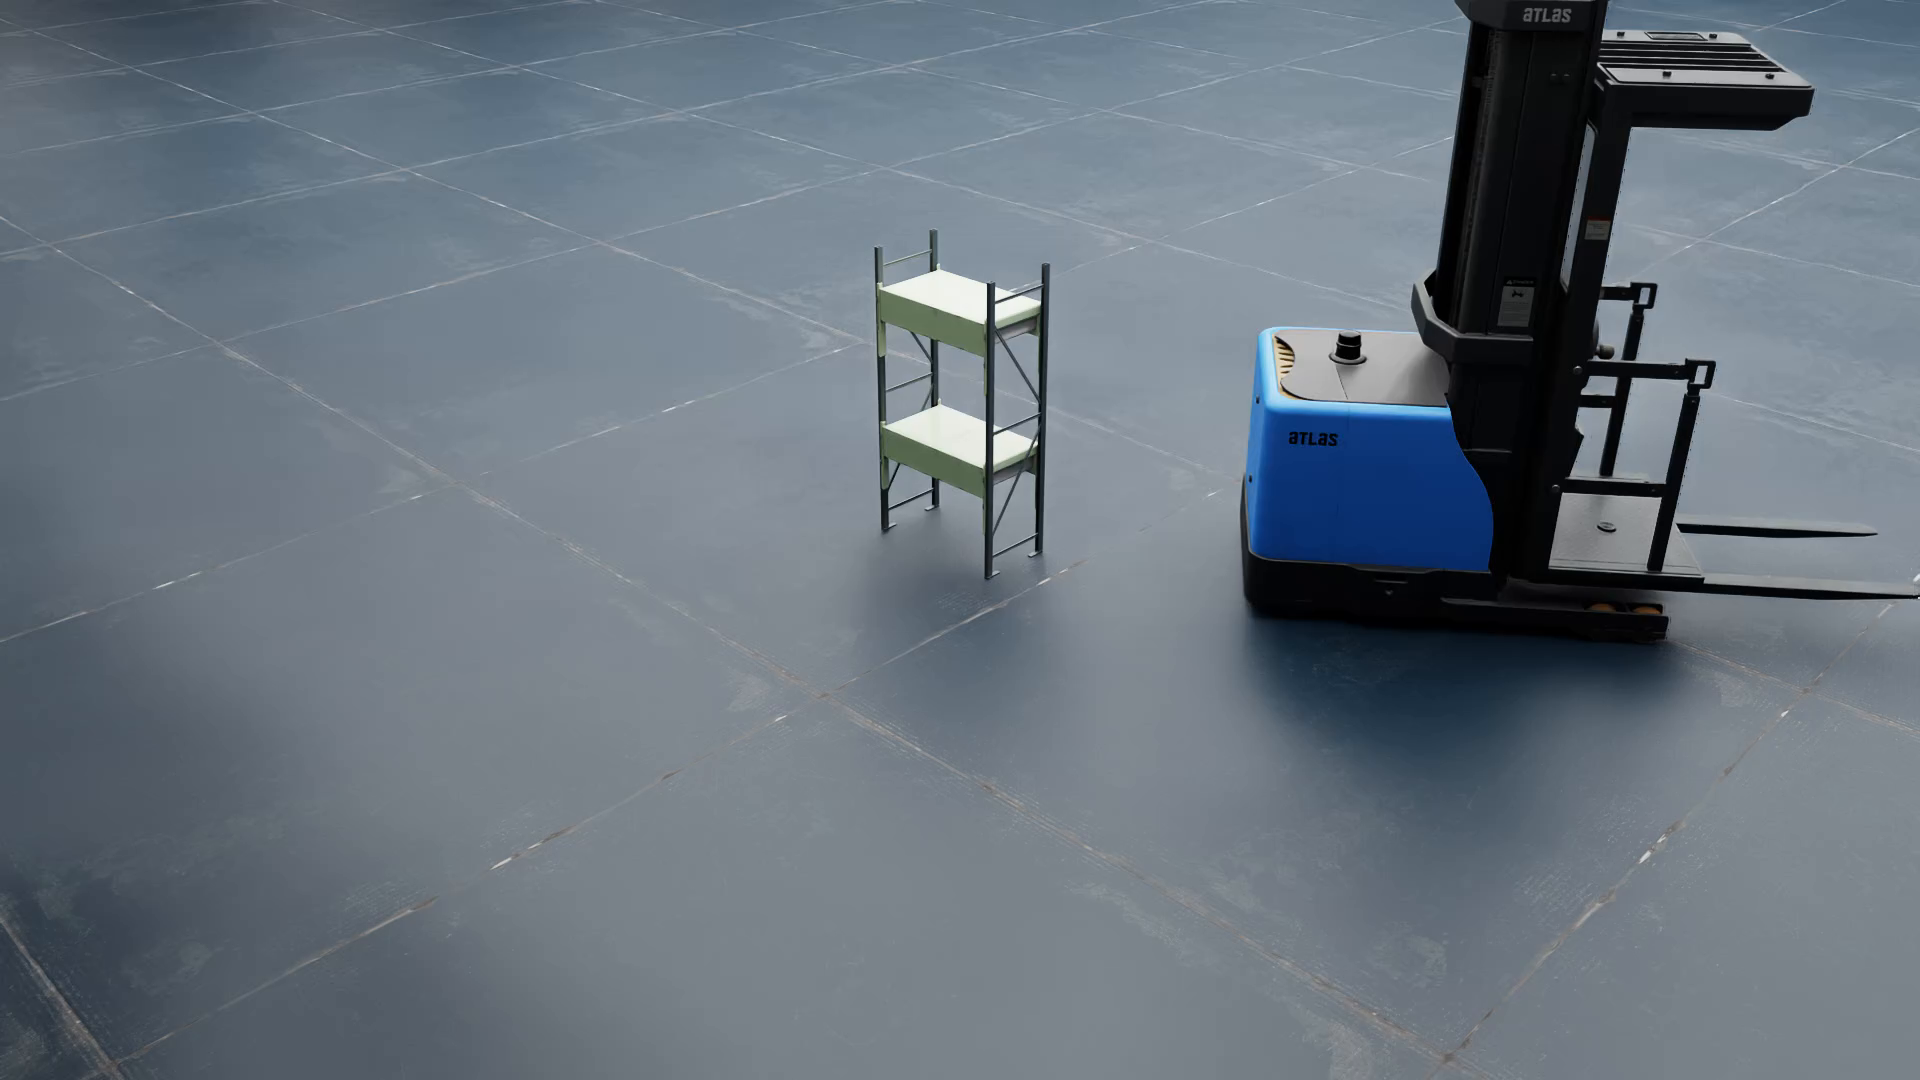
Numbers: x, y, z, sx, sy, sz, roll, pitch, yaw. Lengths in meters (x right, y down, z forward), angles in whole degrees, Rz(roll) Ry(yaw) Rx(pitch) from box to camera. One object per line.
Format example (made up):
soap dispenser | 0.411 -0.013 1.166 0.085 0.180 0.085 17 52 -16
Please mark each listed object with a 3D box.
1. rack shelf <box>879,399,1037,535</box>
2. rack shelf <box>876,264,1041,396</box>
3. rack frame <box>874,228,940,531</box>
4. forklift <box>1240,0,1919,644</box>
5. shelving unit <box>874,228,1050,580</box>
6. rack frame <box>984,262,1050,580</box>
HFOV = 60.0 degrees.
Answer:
rack shelf | 0.005 -0.373 8.225 0.720 0.370 0.431 25 36 38
rack shelf | 0.005 -1.007 7.891 0.720 0.370 0.431 25 36 38
rack frame | -0.256 -0.781 8.300 0.023 1.500 0.400 25 36 38
forklift | 2.888 -1.091 7.352 3.031 2.935 1.130 3 28 6
shelving unit | 0.005 -0.662 8.073 0.755 1.500 0.431 25 36 38
rack frame | 0.266 -0.542 7.846 0.023 1.500 0.400 25 36 38
